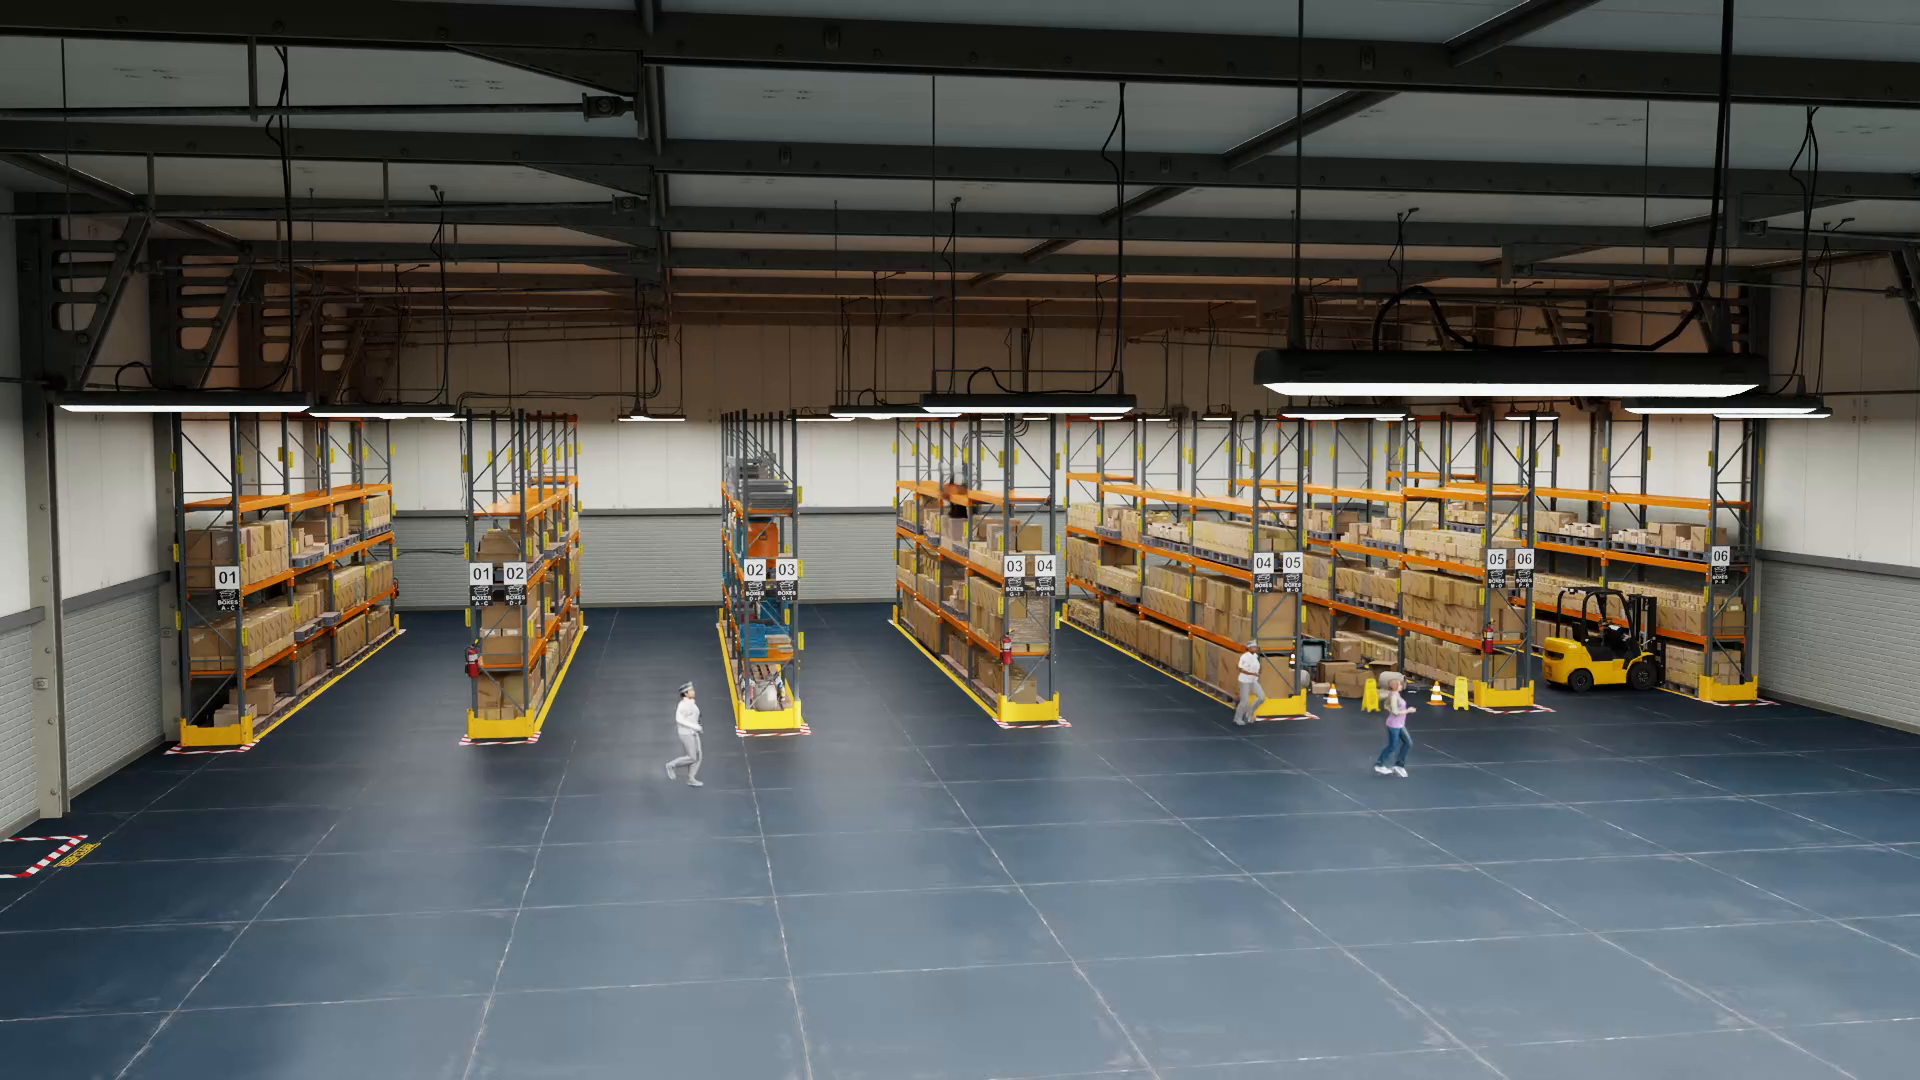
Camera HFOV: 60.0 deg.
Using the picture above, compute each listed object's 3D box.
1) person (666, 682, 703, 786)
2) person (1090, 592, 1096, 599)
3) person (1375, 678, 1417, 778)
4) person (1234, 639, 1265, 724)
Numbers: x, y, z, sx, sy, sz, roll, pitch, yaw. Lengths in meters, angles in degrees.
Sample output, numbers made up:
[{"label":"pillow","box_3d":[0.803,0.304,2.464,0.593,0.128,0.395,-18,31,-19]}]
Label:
[{"label":"person","box_3d":[-4.334,3.058,26.311,0.620,1.657,0.616,1,4,8]},{"label":"person","box_3d":[4.059,1.352,50.145,0.941,1.662,0.574,-3,5,-36]},{"label":"person","box_3d":[7.064,3.046,26.932,0.660,1.635,0.514,2,4,26]},{"label":"person","box_3d":[5.515,2.697,31.585,0.594,1.654,0.692,-3,5,-36]}]
